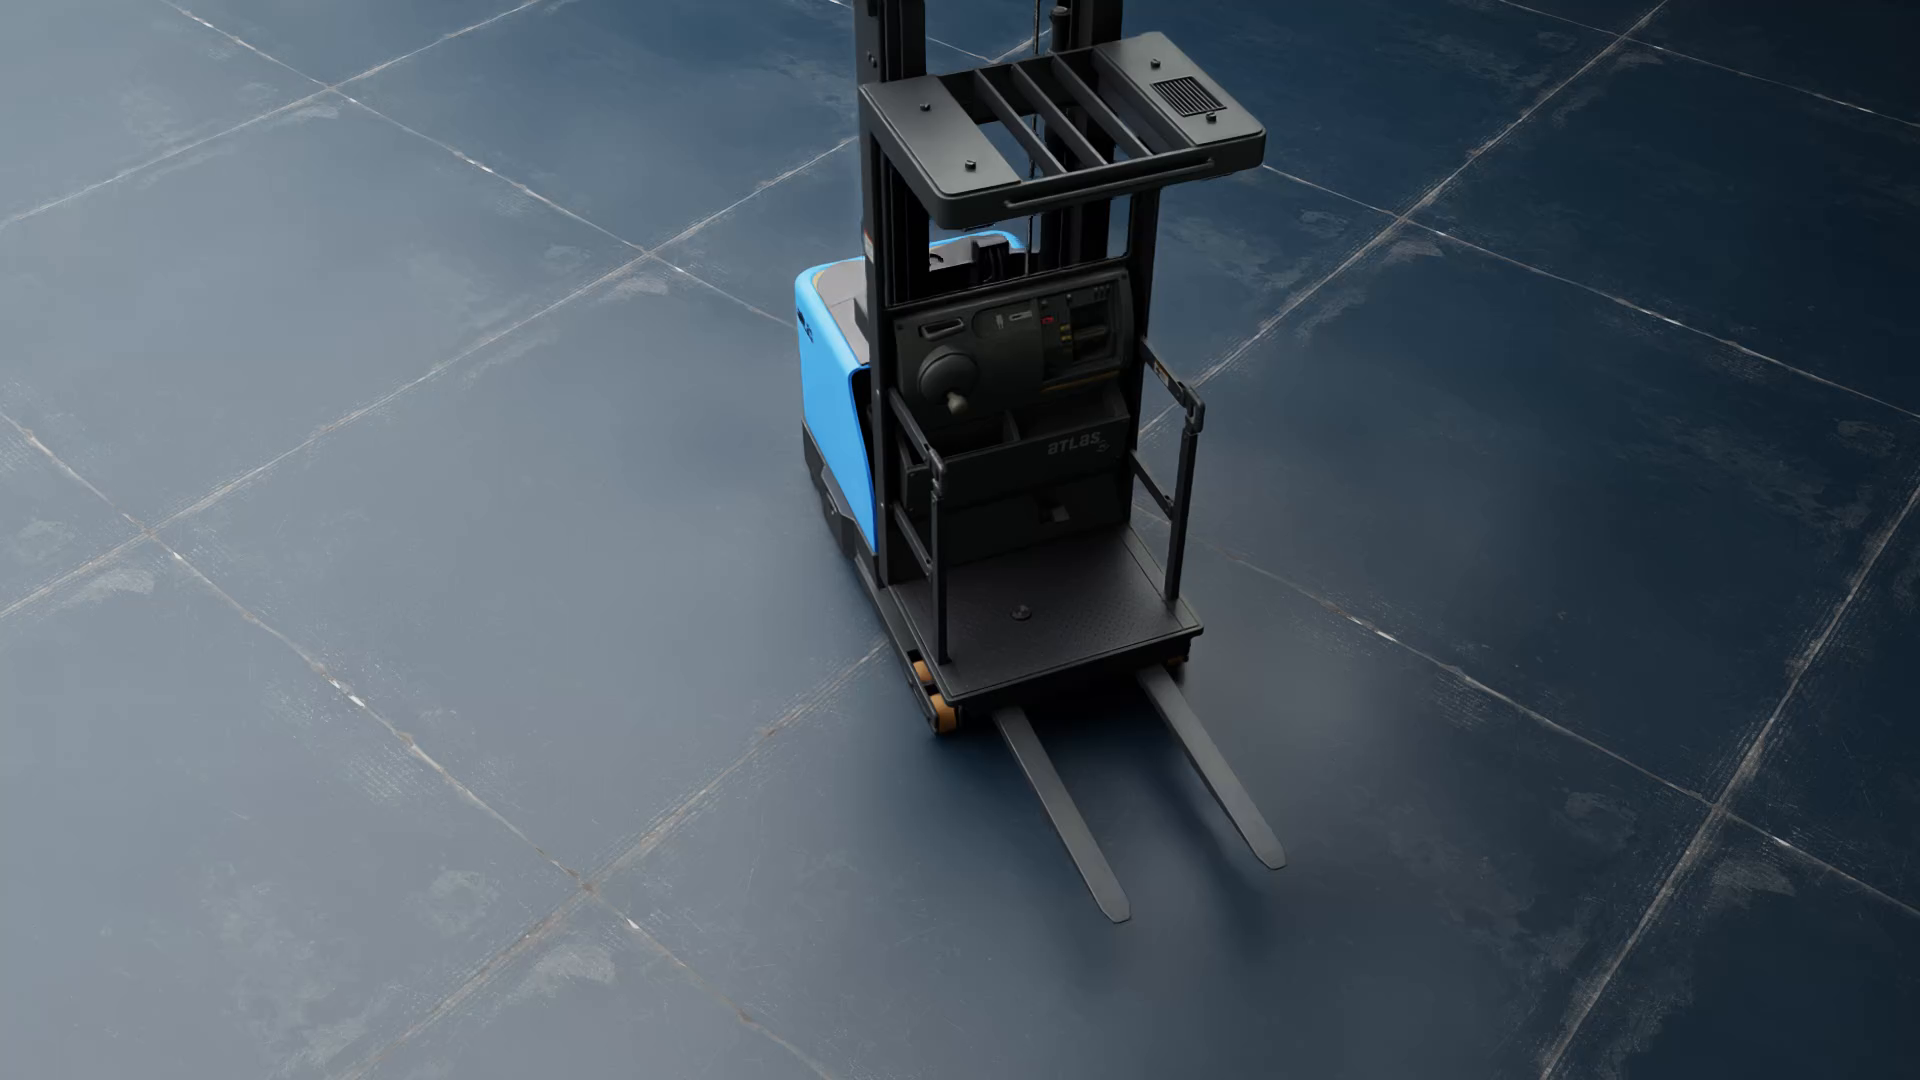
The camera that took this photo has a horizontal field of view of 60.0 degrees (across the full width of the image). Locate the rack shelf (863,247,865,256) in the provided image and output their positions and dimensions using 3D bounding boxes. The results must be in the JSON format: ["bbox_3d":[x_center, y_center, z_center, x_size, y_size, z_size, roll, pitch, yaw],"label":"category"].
[{"bbox_3d":[-0.295,-1.214,7.573,0.240,0.259,0.215,-13,41,-14],"label":"rack shelf"}]

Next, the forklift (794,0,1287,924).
[{"bbox_3d":[0.287,-0.642,5.960,1.130,2.935,3.031,-15,44,-16],"label":"forklift"}]

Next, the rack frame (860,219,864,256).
[{"bbox_3d":[-0.405,-0.976,7.717,0.008,1.050,0.200,-13,41,-14],"label":"rack frame"}]

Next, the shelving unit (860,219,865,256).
[{"bbox_3d":[-0.290,-1.003,7.747,0.252,1.050,0.215,-13,41,-14],"label":"shelving unit"}]
